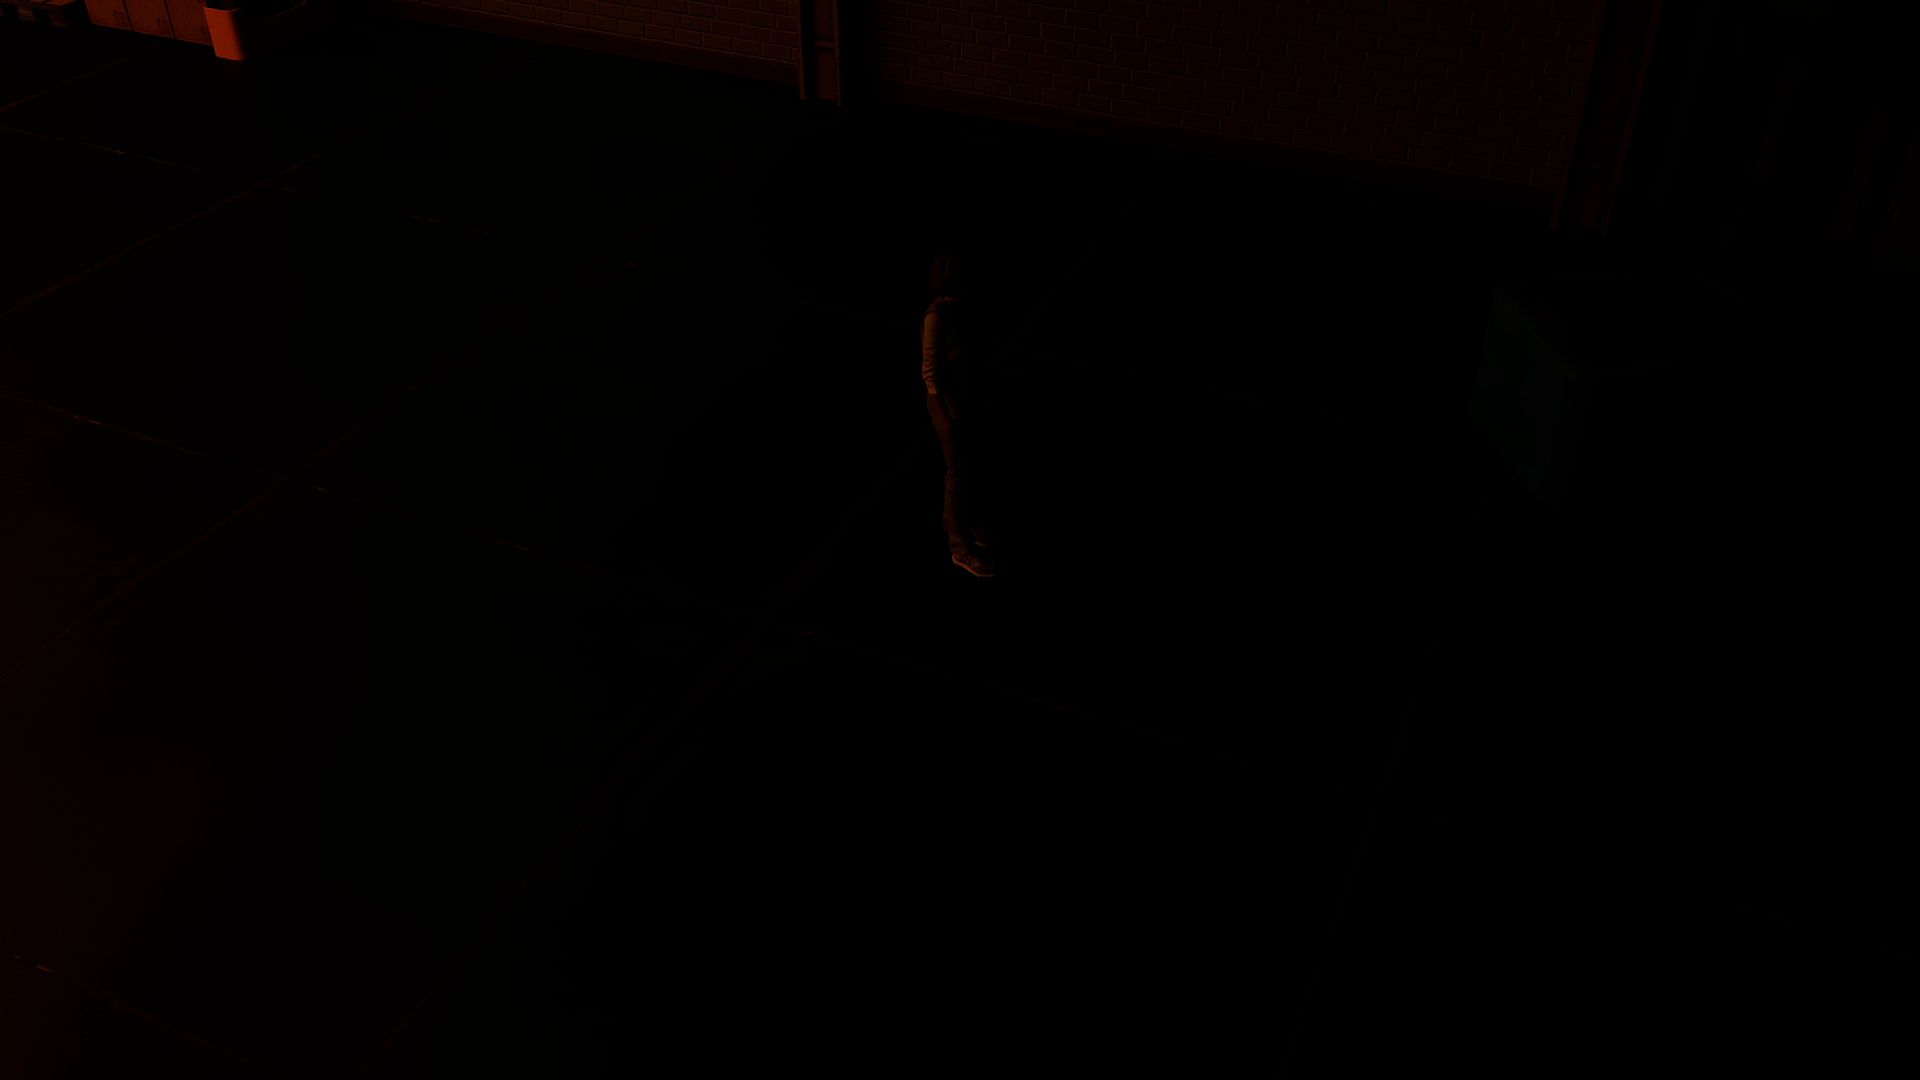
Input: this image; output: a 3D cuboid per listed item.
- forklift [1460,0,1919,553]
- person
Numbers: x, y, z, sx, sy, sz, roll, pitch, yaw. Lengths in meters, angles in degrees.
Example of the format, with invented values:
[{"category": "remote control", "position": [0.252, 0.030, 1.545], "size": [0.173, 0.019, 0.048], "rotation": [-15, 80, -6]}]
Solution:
[{"category": "forklift", "position": [4.324, -1.511, 8.206], "size": [3.031, 2.935, 1.130], "rotation": [-5, 36, -7]}, {"category": "person", "position": [0.062, -0.631, 8.107], "size": [0.473, 1.599, 0.521], "rotation": [15, 38, 20]}]
